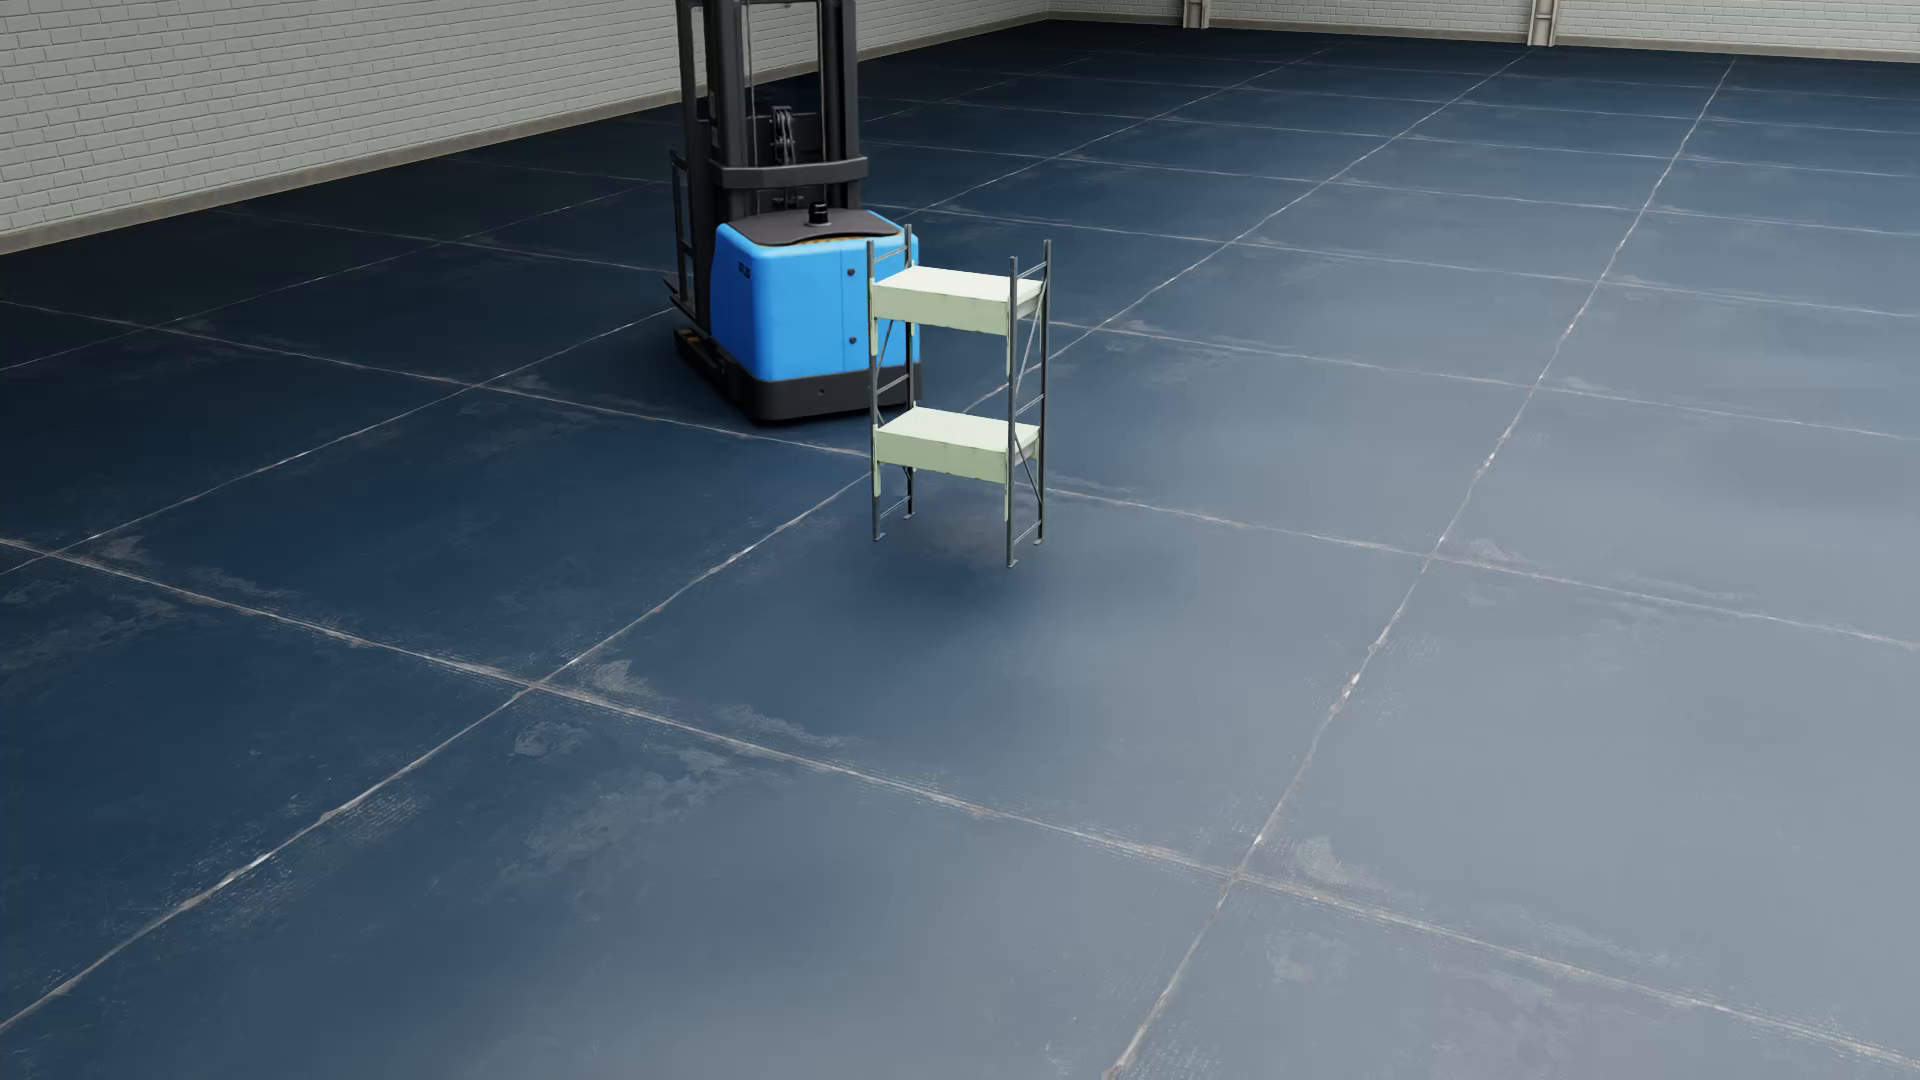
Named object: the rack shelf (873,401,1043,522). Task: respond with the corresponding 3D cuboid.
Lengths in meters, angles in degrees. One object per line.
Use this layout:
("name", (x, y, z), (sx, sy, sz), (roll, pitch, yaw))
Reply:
("rack shelf", (-0.006, -0.391, 8.087), (0.720, 0.370, 0.431), (11, 25, 25))

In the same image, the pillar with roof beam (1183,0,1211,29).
("pillar with roof beam", (2.315, -11.891, 24.713), (0.400, 9.000, 9.100), (11, 25, 25))

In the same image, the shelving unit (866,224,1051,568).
("shelving unit", (-0.006, -0.691, 7.959), (0.755, 1.500, 0.431), (11, 25, 25))

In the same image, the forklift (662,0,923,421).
("forklift", (-1.277, -2.591, 10.598), (1.130, 2.935, 3.031), (-10, 25, -21))

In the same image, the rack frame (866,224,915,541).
("rack frame", (-0.333, -0.756, 8.111), (0.023, 1.500, 0.400), (11, 25, 25))

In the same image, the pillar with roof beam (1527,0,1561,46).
("pillar with roof beam", (7.670, -10.832, 22.222), (0.400, 9.000, 9.100), (11, 25, 25))

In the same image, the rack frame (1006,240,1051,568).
("rack frame", (0.321, -0.627, 7.807), (0.023, 1.500, 0.400), (11, 25, 25))

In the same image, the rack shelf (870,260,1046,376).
("rack shelf", (-0.006, -1.050, 7.807), (0.720, 0.370, 0.431), (11, 25, 25))
